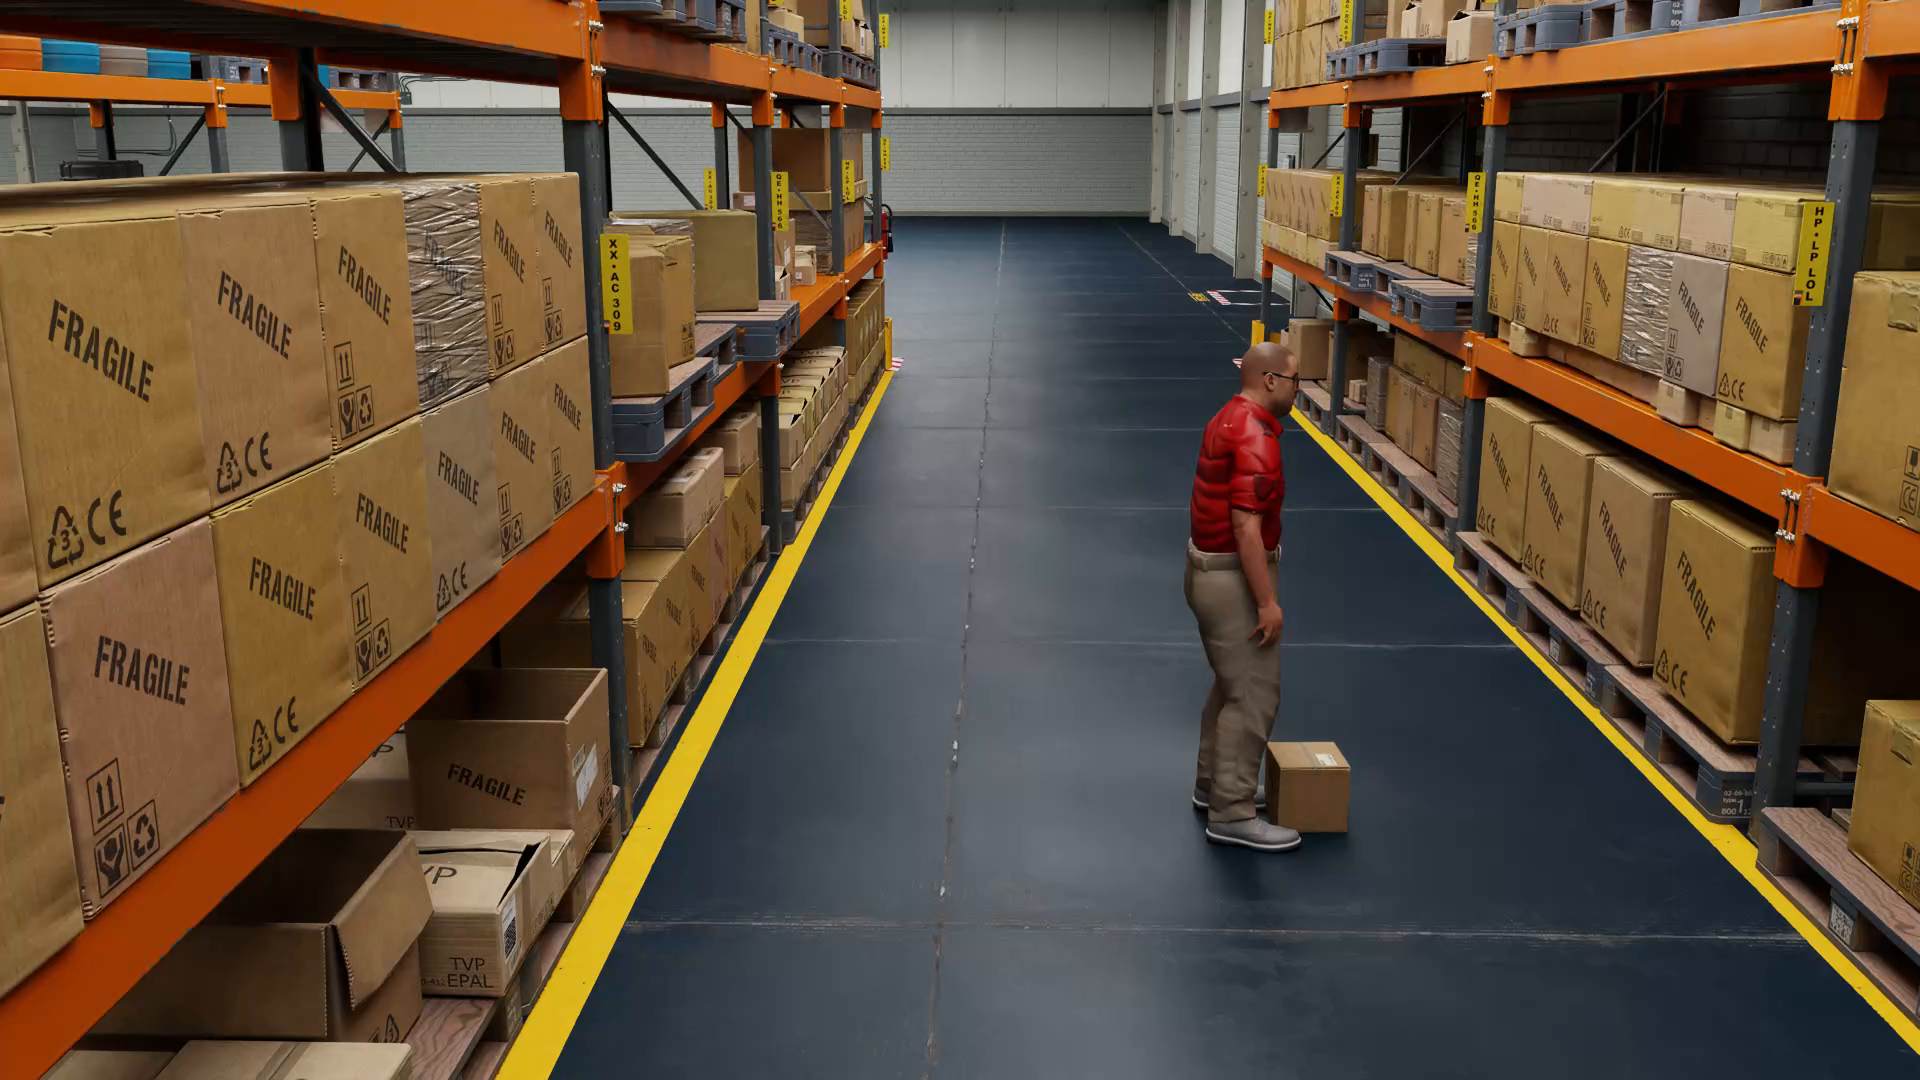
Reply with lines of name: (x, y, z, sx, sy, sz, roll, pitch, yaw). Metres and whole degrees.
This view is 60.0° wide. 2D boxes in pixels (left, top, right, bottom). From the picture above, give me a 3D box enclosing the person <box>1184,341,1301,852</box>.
person: (0.993, 0.172, 5.824, 0.392, 1.726, 0.606, 0, 14, -2)
